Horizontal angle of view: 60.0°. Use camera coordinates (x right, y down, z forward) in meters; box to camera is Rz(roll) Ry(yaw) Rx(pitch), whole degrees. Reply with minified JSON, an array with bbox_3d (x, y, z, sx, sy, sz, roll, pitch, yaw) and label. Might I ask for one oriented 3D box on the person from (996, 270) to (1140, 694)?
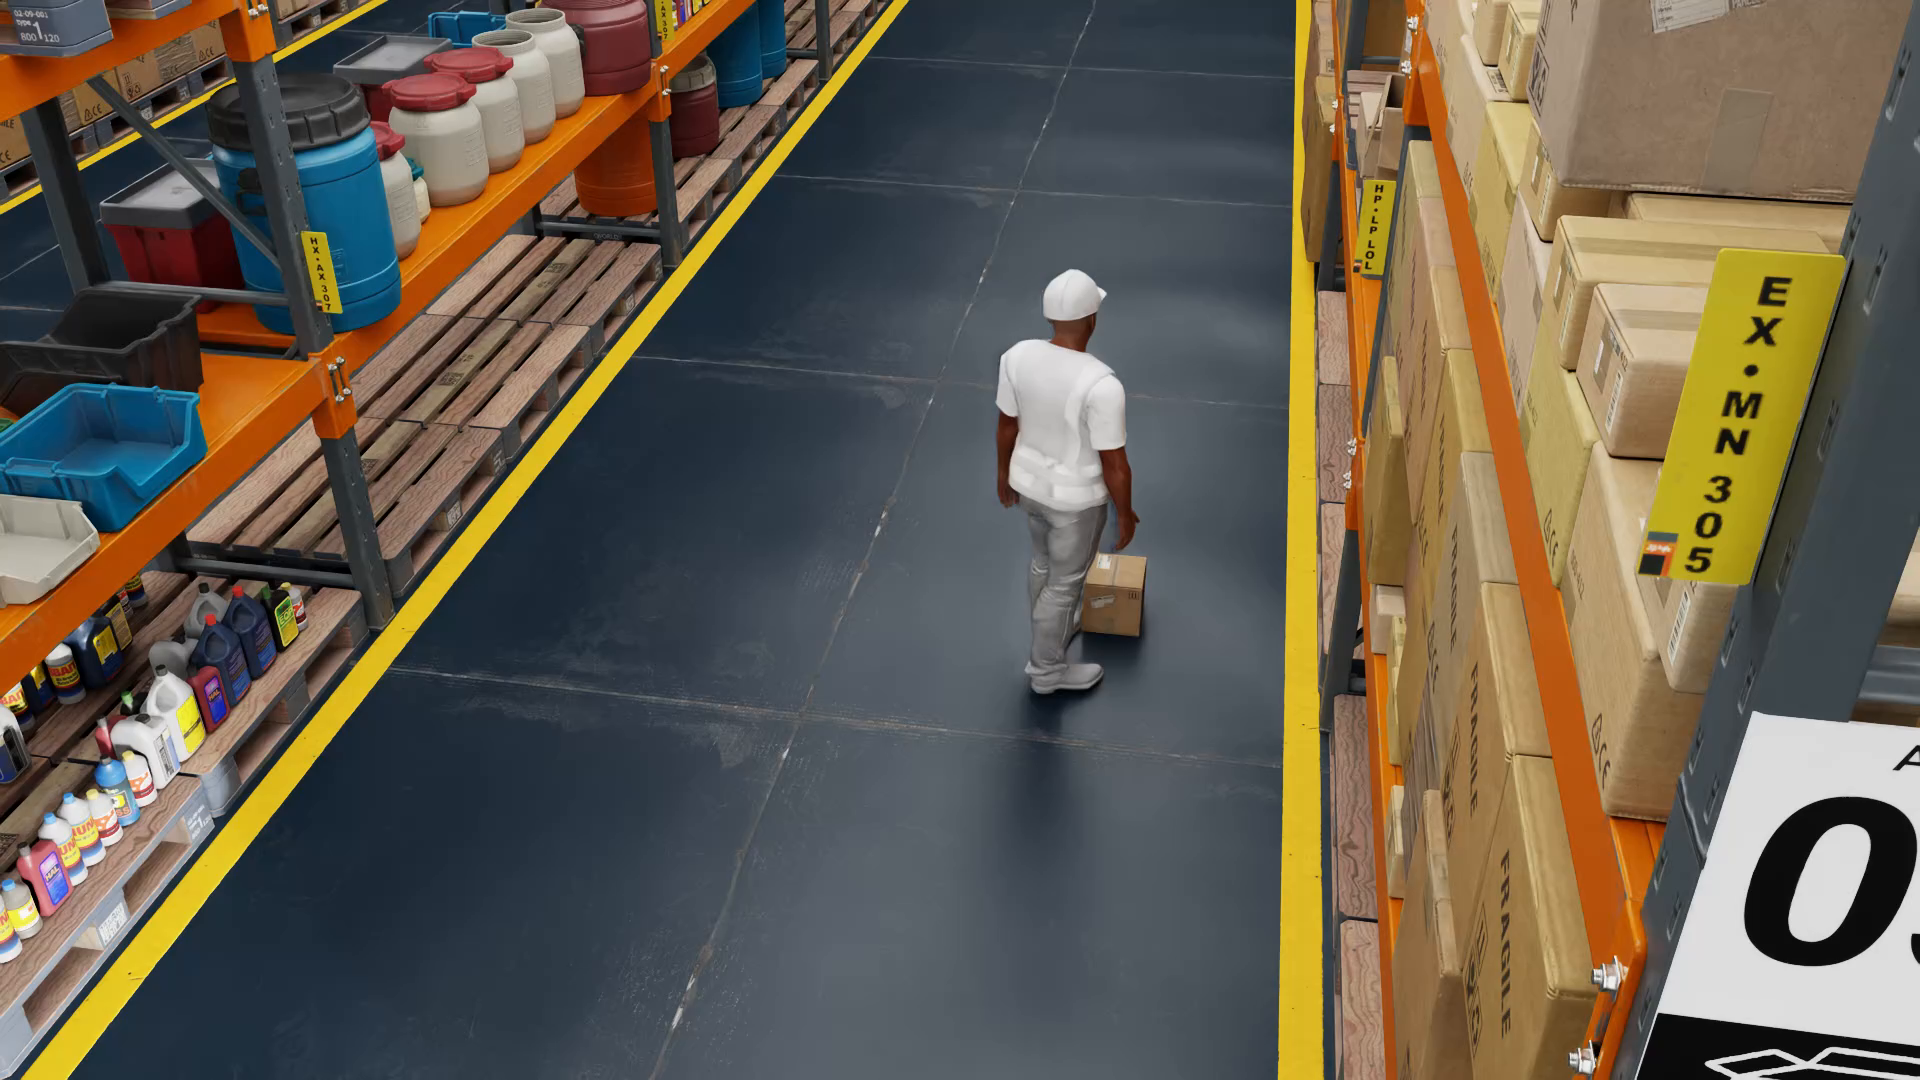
[{"bbox_3d":[0.472,-0.226,6.458,0.545,1.766,0.610,-25,40,-34],"label":"person"}]
